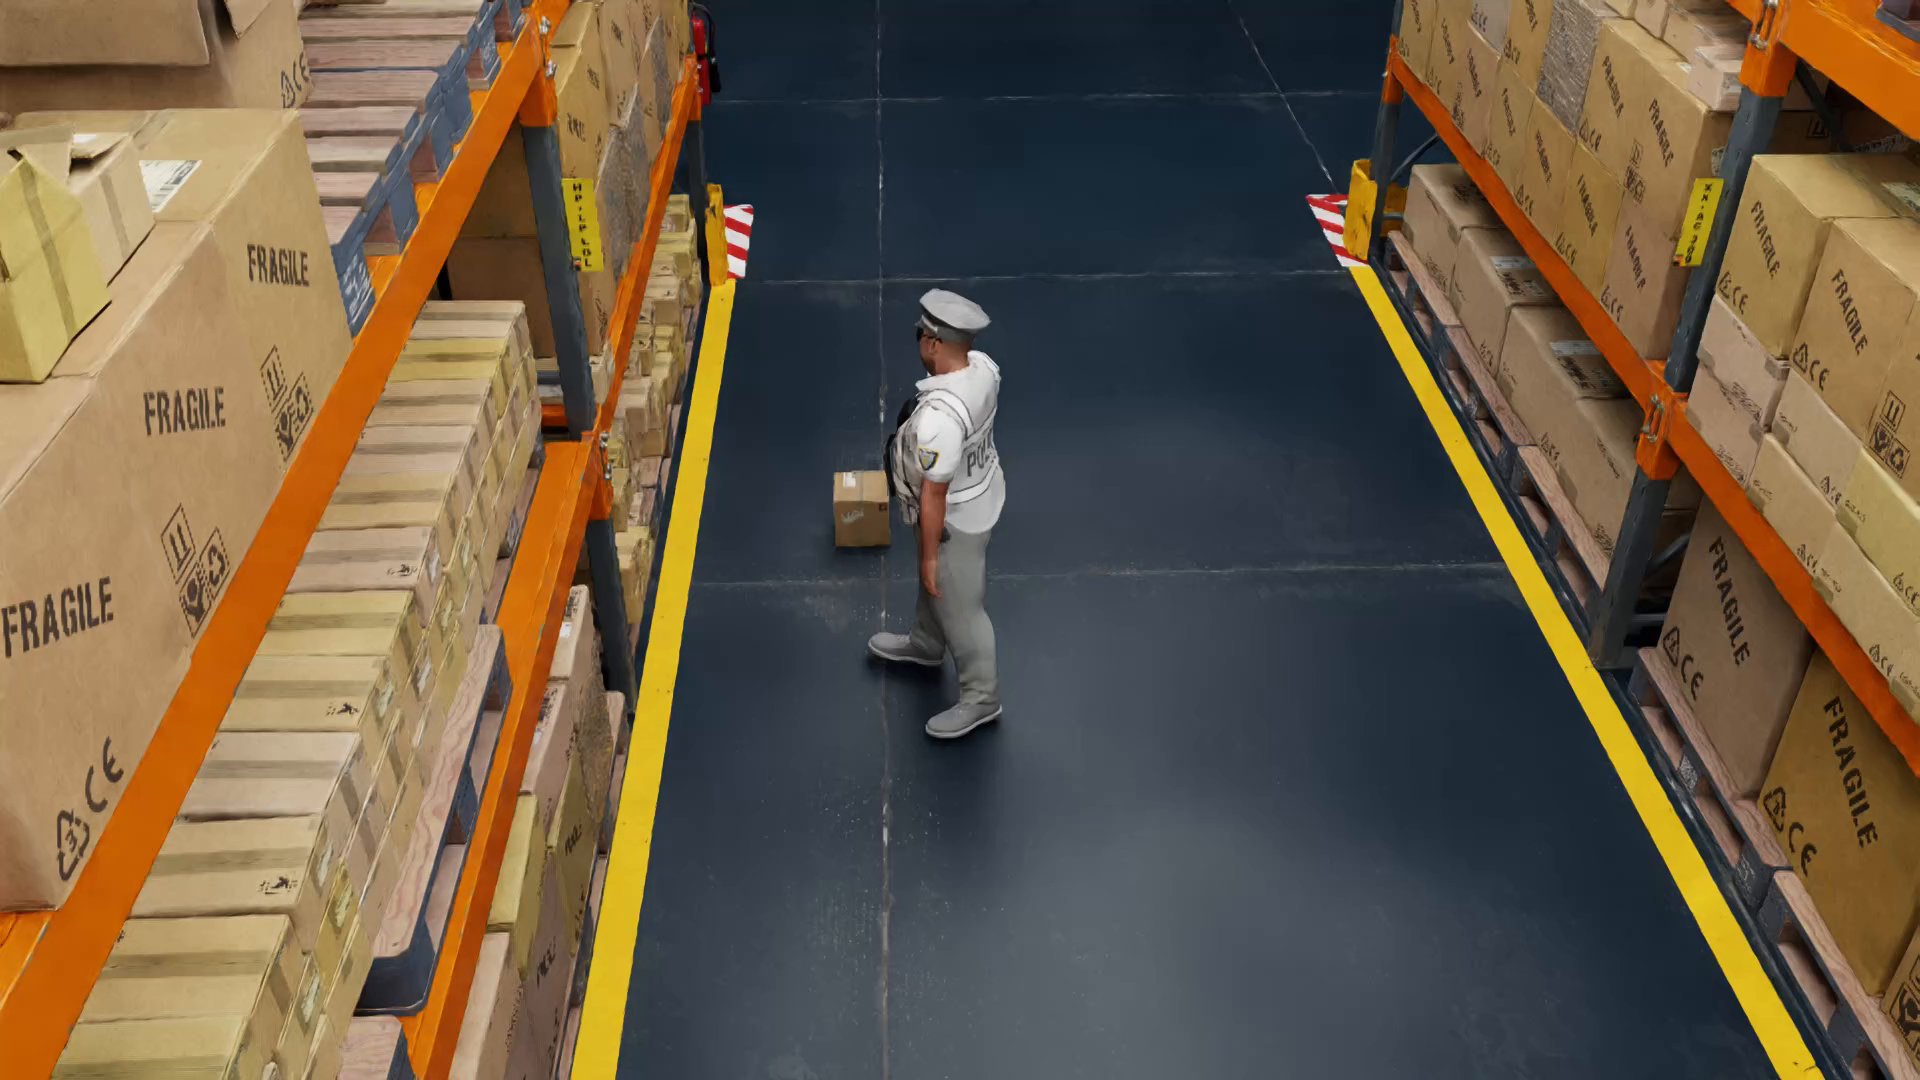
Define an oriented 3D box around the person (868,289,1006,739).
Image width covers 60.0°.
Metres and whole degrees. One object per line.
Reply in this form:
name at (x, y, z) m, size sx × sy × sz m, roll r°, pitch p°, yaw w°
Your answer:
person at (-0.103, -0.141, 6.300) m, size 0.630 × 1.754 × 0.742 m, roll 8°, pitch 36°, yaw 11°
